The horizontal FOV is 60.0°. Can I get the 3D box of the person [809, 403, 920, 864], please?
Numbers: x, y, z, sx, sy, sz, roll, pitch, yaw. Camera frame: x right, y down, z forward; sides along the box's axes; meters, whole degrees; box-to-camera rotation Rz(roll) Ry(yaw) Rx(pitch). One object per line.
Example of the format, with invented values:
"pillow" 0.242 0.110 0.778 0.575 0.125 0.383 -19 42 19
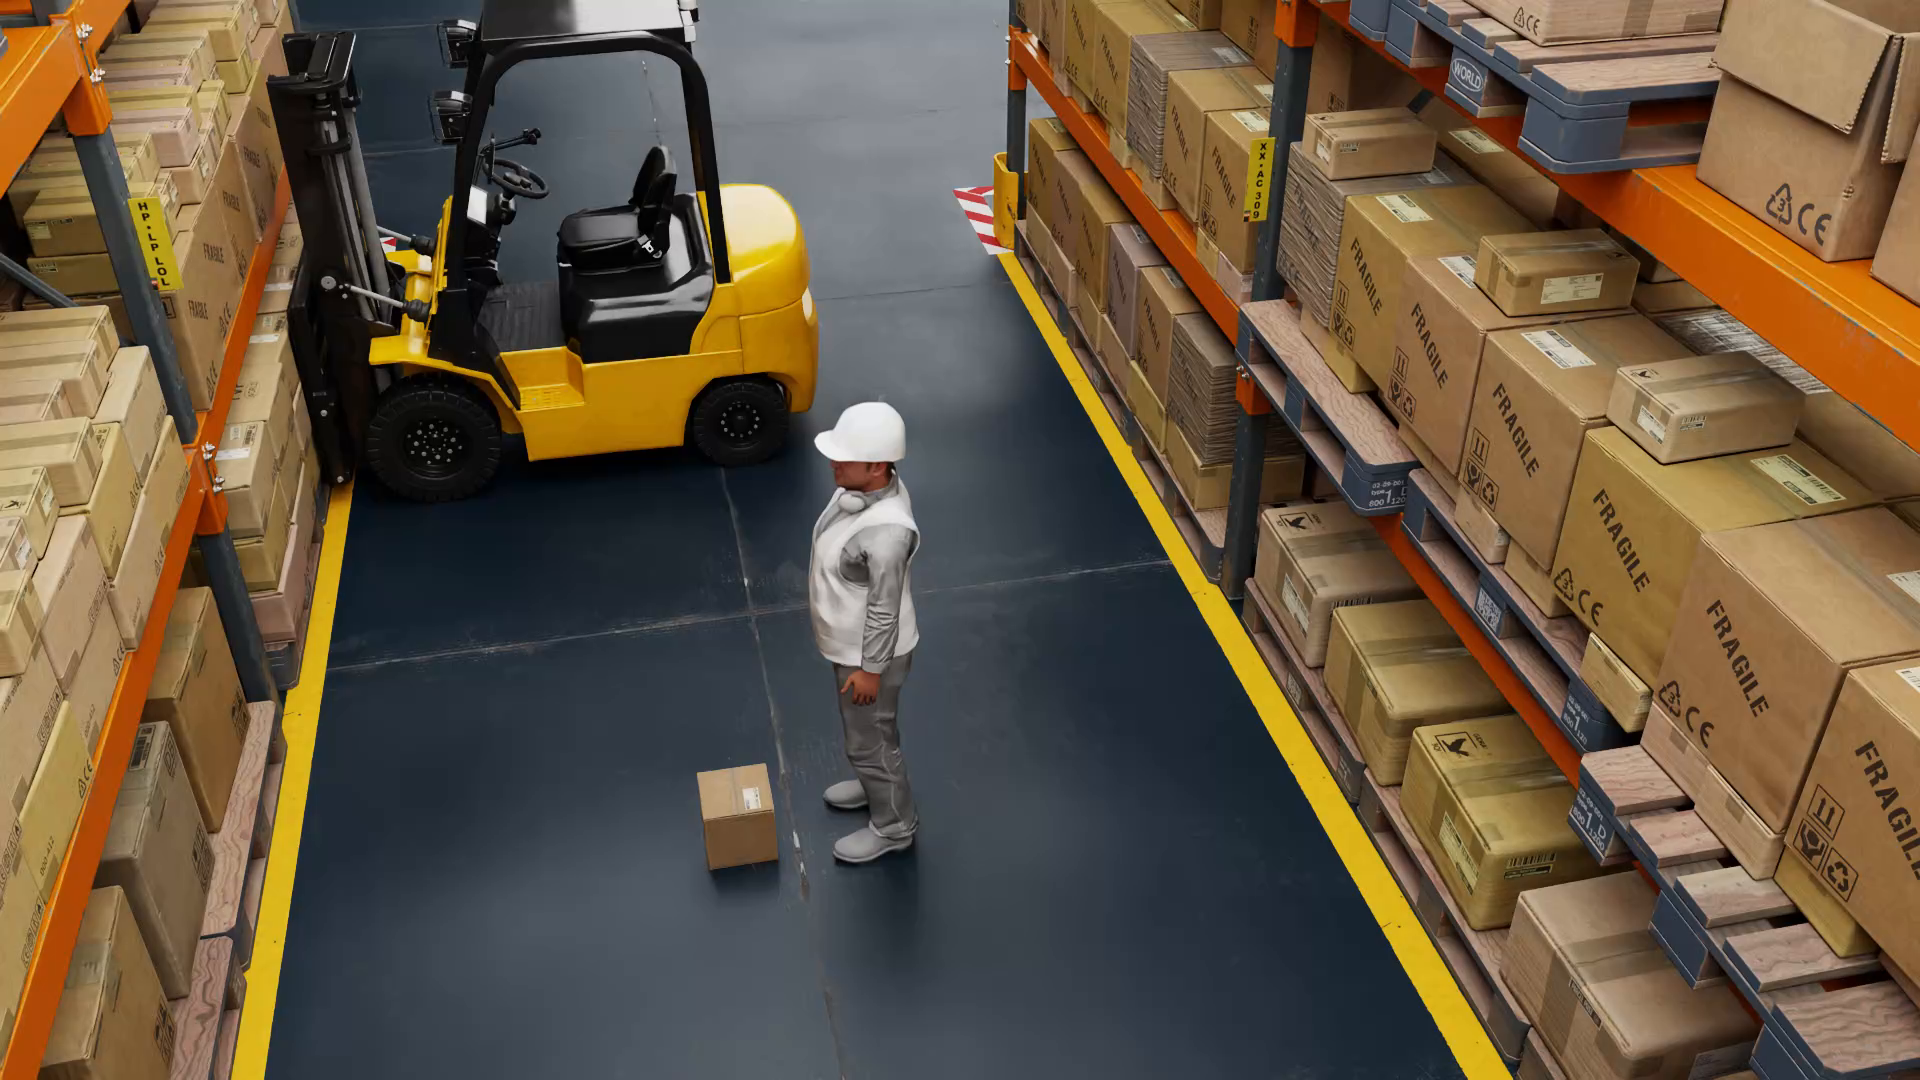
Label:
"person" -0.325 0.320 5.649 0.358 1.769 0.531 -6 35 -9
